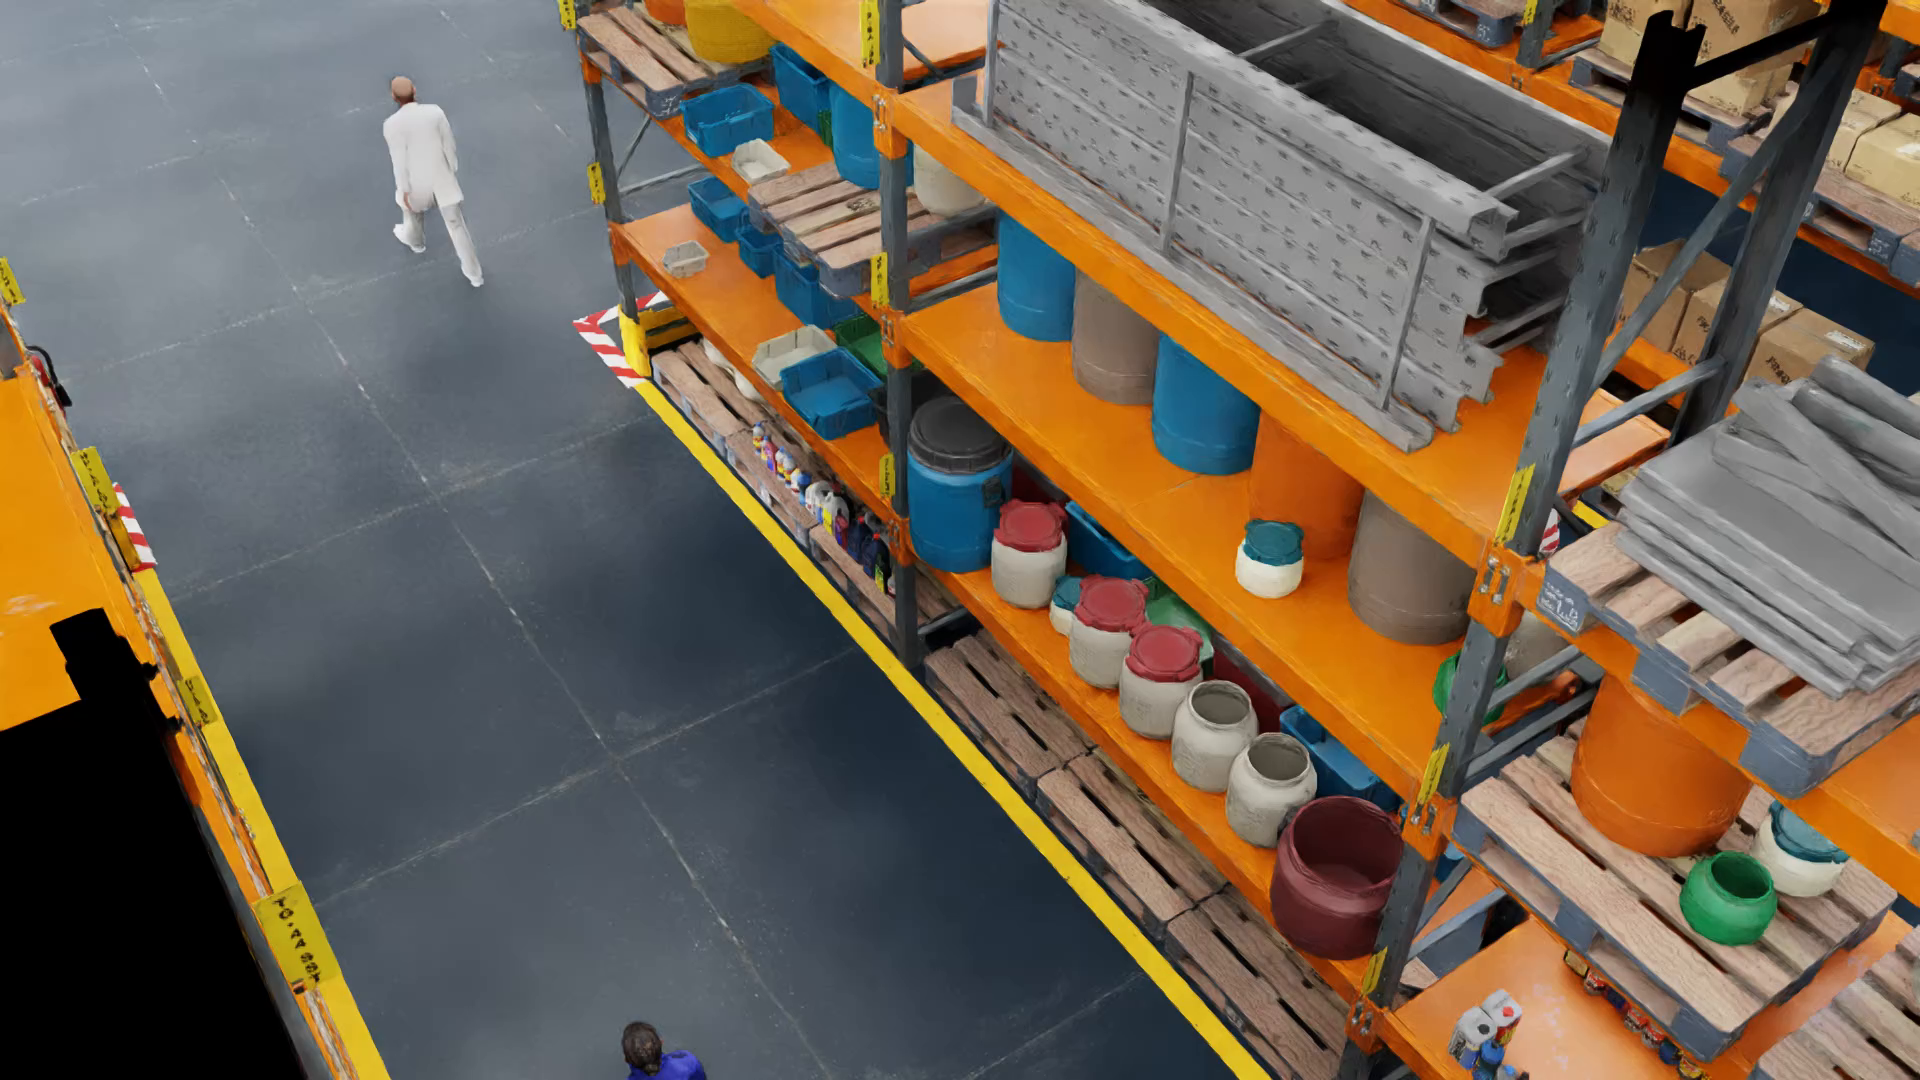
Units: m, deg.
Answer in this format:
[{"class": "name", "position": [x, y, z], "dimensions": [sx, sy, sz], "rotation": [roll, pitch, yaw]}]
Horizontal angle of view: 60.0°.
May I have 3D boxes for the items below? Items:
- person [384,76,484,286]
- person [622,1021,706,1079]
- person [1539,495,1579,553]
[{"class": "person", "position": [-4.434, -3.040, 13.775], "dimensions": [0.599, 1.695, 1.187], "rotation": [-27, 49, -26]}, {"class": "person", "position": [-1.331, 2.720, 7.620], "dimensions": [0.447, 1.574, 1.088], "rotation": [-23, 47, -23]}, {"class": "person", "position": [3.539, 0.027, 10.462], "dimensions": [0.677, 1.741, 0.552], "rotation": [-25, 48, -25]}]
